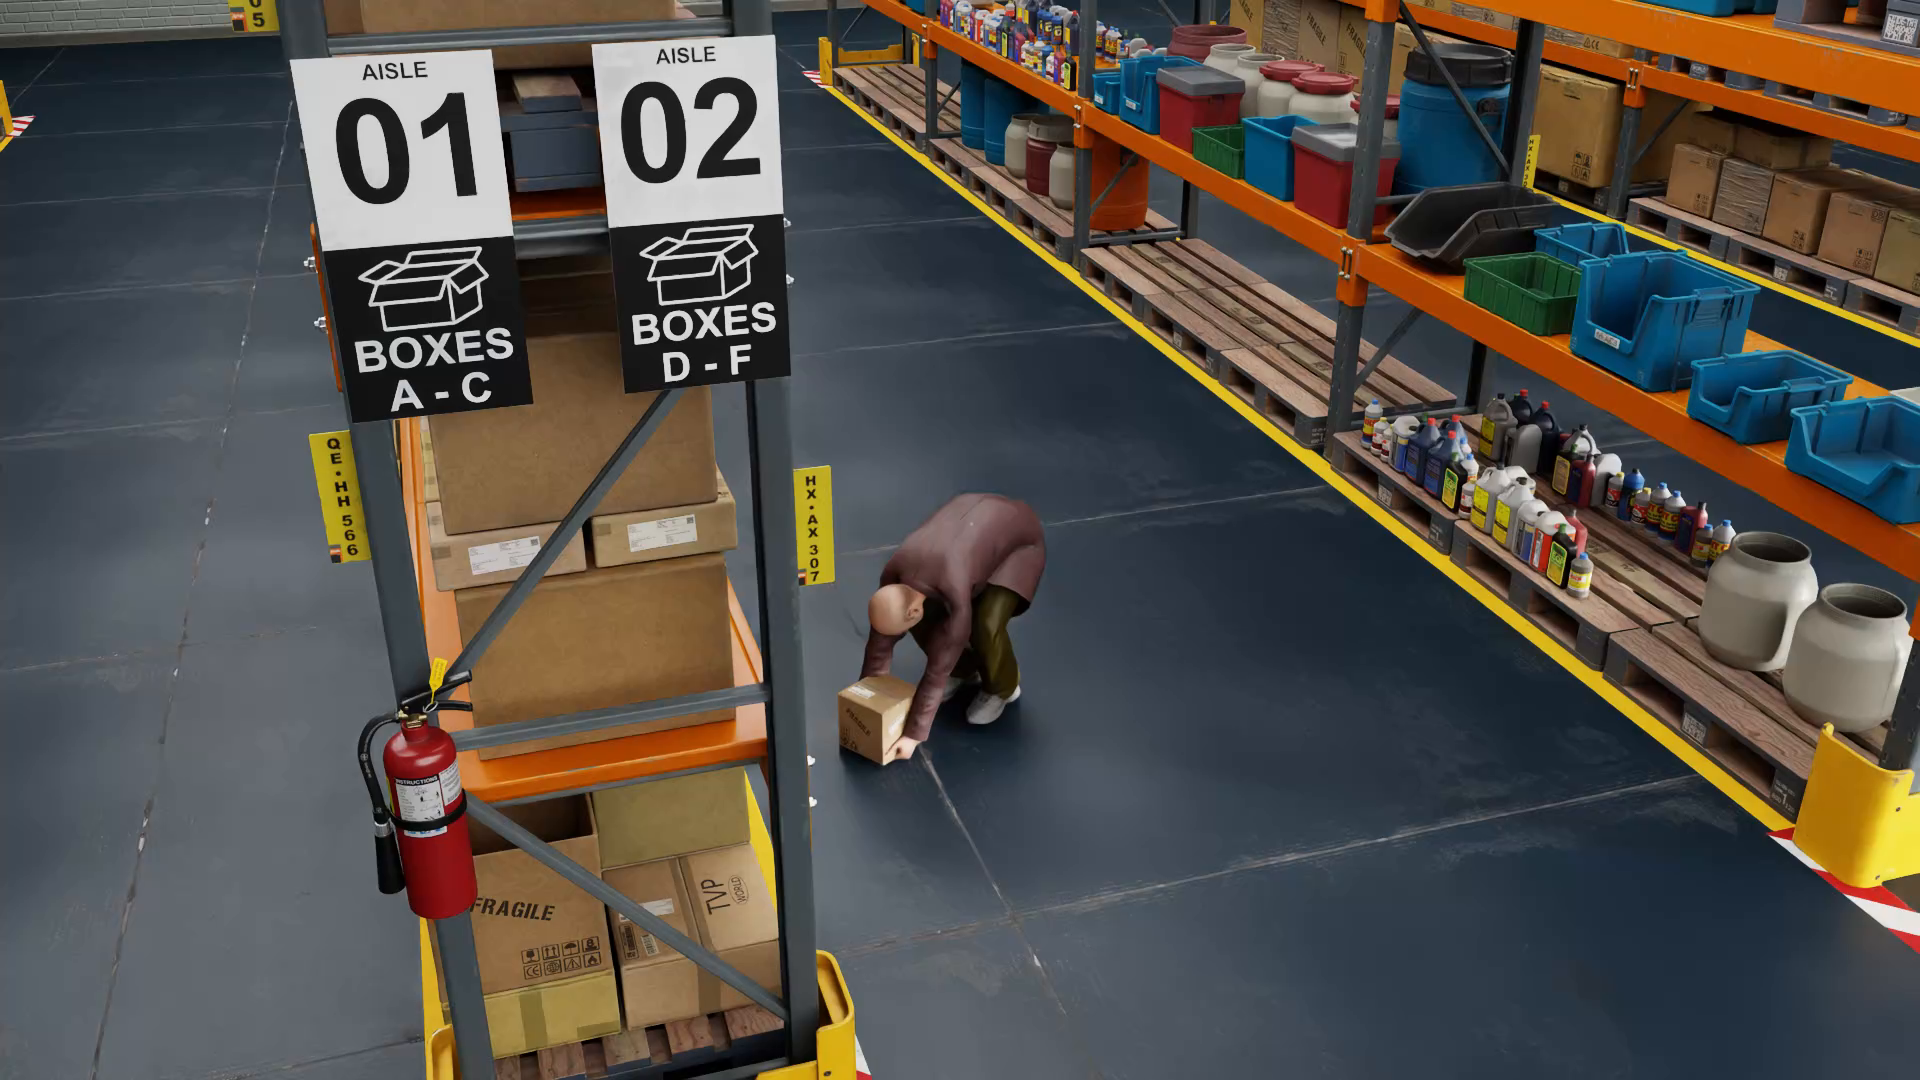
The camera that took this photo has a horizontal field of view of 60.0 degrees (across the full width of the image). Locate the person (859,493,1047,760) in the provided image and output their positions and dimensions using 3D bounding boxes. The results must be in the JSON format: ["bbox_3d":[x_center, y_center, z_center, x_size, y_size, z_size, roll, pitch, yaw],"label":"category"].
[{"bbox_3d":[-0.030,0.329,6.923,0.584,0.940,0.996,19,32,33],"label":"person"}]
